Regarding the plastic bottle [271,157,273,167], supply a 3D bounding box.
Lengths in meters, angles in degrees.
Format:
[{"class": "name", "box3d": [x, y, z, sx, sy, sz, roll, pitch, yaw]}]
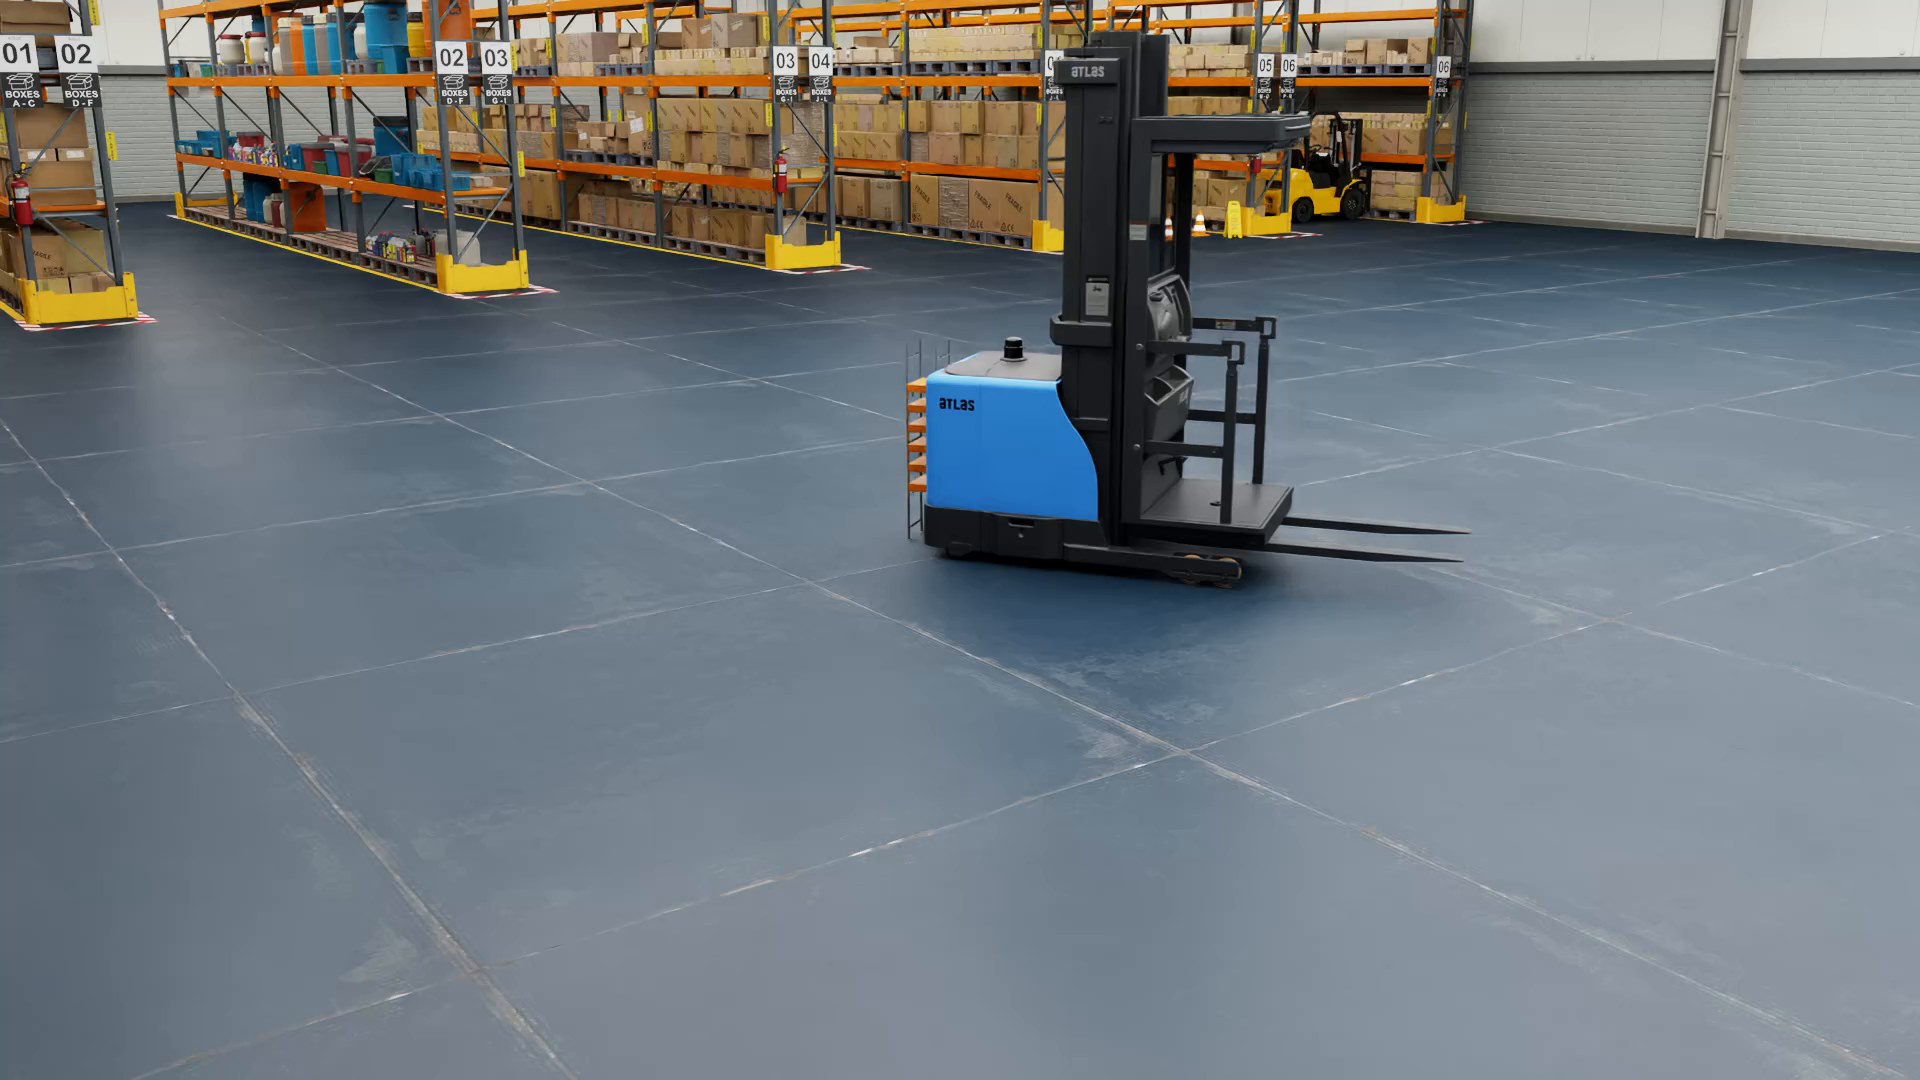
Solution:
[{"class": "plastic bottle", "box3d": [-11.815, -6.531, 28.634, 0.097, 0.201, 0.097, 0, 15, 0]}]

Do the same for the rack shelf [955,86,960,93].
[{"class": "rack shelf", "box3d": [1.464, -11.990, 43.881, 1.077, 0.370, 4.000, -11, 19, -35]}]

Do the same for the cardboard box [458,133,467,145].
[{"class": "cardboard box", "box3d": [-10.167, -8.388, 34.762, 0.500, 0.250, 0.500, -10, 18, -33]}]

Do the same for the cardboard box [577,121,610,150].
[{"class": "cardboard box", "box3d": [-6.687, -7.441, 30.595, 0.500, 0.500, 0.500, -14, 21, -41]}]

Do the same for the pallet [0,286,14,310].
[{"class": "pallet", "box3d": [-11.545, -3.126, 21.098, 1.003, 0.211, 1.213, -11, 19, -35]}]

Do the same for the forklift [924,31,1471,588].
[{"class": "forklift", "box3d": [1.364, -1.307, 9.298, 3.031, 2.935, 1.130, 5, 16, 19]}]

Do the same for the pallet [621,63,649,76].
[{"class": "pallet", "box3d": [-4.962, -7.950, 28.113, 1.213, 0.211, 1.003, -11, 19, -35]}]

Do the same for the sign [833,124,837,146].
[{"class": "sign", "box3d": [-1.895, -6.093, 25.015, 0.100, 0.325, 0.005, -11, 19, -35]}]

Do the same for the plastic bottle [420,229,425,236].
[{"class": "plastic bottle", "box3d": [-8.080, -4.518, 25.086, 0.144, 0.351, 0.185, -11, 19, -36]}]

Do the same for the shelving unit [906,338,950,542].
[{"class": "shelving unit", "box3d": [-0.187, -0.591, 9.962, 0.189, 1.200, 0.258, 5, 16, 19]}]

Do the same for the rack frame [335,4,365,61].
[{"class": "rack frame", "box3d": [-8.692, -8.570, 24.341, 1.000, 3.000, 0.127, -11, 19, -35]}]

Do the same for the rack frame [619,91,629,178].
[{"class": "rack frame", "box3d": [-7.670, -9.756, 40.038, 1.000, 3.000, 0.127, -11, 19, -35]}]

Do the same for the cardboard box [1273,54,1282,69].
[{"class": "cardboard box", "box3d": [5.602, -8.796, 30.569, 0.500, 0.250, 0.500, -11, 19, -36]}]

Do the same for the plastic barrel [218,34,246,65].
[{"class": "plastic barrel", "box3d": [-13.289, -8.948, 30.352, 0.433, 0.535, 0.433, 0, 15, 0]}]

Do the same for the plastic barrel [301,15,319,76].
[{"class": "plastic barrel", "box3d": [-9.935, -7.719, 25.965, 0.600, 0.901, 0.708, -11, 19, -35]}]

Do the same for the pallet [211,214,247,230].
[{"class": "pallet", "box3d": [-13.859, -6.191, 32.294, 1.003, 0.211, 1.213, -11, 19, -35]}]

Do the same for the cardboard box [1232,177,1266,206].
[{"class": "cardboard box", "box3d": [5.417, -6.587, 31.454, 0.500, 0.500, 0.500, -12, 19, -36]}]

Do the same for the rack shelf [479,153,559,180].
[{"class": "rack shelf", "box3d": [-8.213, -7.379, 32.718, 1.077, 0.370, 4.000, -11, 19, -35]}]

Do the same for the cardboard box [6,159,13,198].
[{"class": "cardboard box", "box3d": [-11.213, -4.422, 20.362, 0.700, 0.500, 0.500, -11, 19, -34]}]

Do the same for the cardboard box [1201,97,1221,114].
[{"class": "cardboard box", "box3d": [4.914, -7.987, 30.931, 0.700, 0.500, 0.500, -11, 19, -34]}]

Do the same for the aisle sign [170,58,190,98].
[{"class": "aisle sign", "box3d": [-16.030, -9.462, 34.040, 0.394, 0.787, 0.004, -11, 19, -35]}]

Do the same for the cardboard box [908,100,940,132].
[{"class": "cardboard box", "box3d": [-0.425, -7.702, 30.206, 0.875, 0.550, 0.550, -11, 19, -35]}]

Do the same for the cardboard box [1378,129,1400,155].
[{"class": "cardboard box", "box3d": [8.896, -8.125, 33.891, 0.500, 0.500, 0.500, -10, 18, -33]}]

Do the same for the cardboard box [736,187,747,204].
[{"class": "cardboard box", "box3d": [-4.466, -7.477, 35.652, 0.500, 0.500, 0.500, -10, 18, -34]}]

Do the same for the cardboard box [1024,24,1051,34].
[{"class": "cardboard box", "box3d": [1.265, -8.319, 27.089, 0.380, 0.149, 0.250, -11, 19, -34]}]

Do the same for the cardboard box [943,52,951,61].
[{"class": "cardboard box", "box3d": [-0.075, -8.422, 28.975, 0.380, 0.149, 0.250, -11, 19, -35]}]

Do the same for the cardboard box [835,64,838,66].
[{"class": "cardboard box", "box3d": [-2.885, -11.873, 41.275, 0.500, 0.311, 0.500, -10, 18, -34]}]

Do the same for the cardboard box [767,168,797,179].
[{"class": "cardboard box", "box3d": [-2.668, -5.499, 24.960, 0.380, 0.149, 0.250, -11, 19, -35]}]

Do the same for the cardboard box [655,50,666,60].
[{"class": "cardboard box", "box3d": [-4.744, -7.895, 27.085, 0.380, 0.149, 0.250, -12, 19, -36]}]

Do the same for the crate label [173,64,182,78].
[{"class": "crate label", "box3d": [-15.466, -9.367, 33.216, 0.408, 0.251, 0.502, -11, 19, -35]}]

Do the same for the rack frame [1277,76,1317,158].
[{"class": "rack frame", "box3d": [7.343, -8.754, 36.380, 1.000, 3.000, 0.127, -11, 19, -35]}]

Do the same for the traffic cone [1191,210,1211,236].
[{"class": "traffic cone", "box3d": [4.386, -5.797, 30.380, 0.336, 0.463, 0.334, -11, 19, -35]}]

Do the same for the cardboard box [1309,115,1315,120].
[{"class": "cardboard box", "box3d": [7.675, -9.050, 35.478, 0.380, 0.149, 0.250, -11, 19, -36]}]

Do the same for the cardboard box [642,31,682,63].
[{"class": "cardboard box", "box3d": [-4.882, -8.260, 27.900, 0.797, 0.503, 0.637, -12, 19, -37]}]

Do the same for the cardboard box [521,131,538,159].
[{"class": "cardboard box", "box3d": [-8.124, -7.632, 32.090, 0.500, 0.500, 0.500, -12, 19, -36]}]

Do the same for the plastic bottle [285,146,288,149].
[{"class": "plastic bottle", "box3d": [-12.312, -7.076, 30.483, 0.152, 0.276, 0.135, -11, 19, -35]}]

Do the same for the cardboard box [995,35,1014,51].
[{"class": "cardboard box", "box3d": [0.931, -8.276, 27.685, 0.500, 0.250, 0.500, -11, 19, -34]}]

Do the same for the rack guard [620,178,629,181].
[{"class": "rack guard", "box3d": [-7.625, -8.534, 40.309, 1.175, 0.500, 0.348, -11, 19, -35]}]

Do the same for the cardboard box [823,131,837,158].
[{"class": "cardboard box", "box3d": [-2.323, -7.742, 32.491, 0.500, 0.500, 0.500, -11, 19, -35]}]

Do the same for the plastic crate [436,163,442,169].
[{"class": "plastic crate", "box3d": [-7.821, -5.410, 24.443, 0.499, 0.251, 0.616, -11, 19, -35]}]

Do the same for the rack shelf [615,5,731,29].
[{"class": "rack shelf", "box3d": [-6.494, -11.874, 37.781, 1.077, 0.370, 4.000, -11, 19, -35]}]

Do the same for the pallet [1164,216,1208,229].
[{"class": "pallet", "box3d": [4.476, -6.240, 32.474, 1.003, 0.211, 1.213, -11, 19, -35]}]

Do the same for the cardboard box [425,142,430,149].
[{"class": "cardboard box", "box3d": [-11.496, -8.650, 36.474, 0.380, 0.149, 0.250, -11, 19, -36]}]

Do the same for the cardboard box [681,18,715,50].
[{"class": "cardboard box", "box3d": [-4.215, -8.268, 27.221, 0.500, 0.500, 0.500, -12, 19, -36]}]

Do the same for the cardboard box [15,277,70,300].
[{"class": "cardboard box", "box3d": [-10.903, -2.999, 19.764, 0.500, 0.250, 0.500, -11, 19, -35]}]

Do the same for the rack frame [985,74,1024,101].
[{"class": "rack frame", "box3d": [0.979, -8.837, 36.683, 1.000, 3.000, 0.127, -11, 19, -35]}]

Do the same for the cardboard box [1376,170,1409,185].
[{"class": "cardboard box", "box3d": [8.867, -7.417, 34.012, 0.500, 0.250, 0.500, -10, 18, -34]}]

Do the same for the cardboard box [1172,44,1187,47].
[{"class": "cardboard box", "box3d": [5.220, -11.162, 38.319, 0.500, 0.500, 0.500, -11, 19, -34]}]

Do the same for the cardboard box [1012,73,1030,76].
[{"class": "cardboard box", "box3d": [1.528, -10.128, 35.528, 0.700, 0.500, 0.500, -11, 19, -35]}]

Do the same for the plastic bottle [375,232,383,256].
[{"class": "plastic bottle", "box3d": [-8.553, -4.374, 24.559, 0.144, 0.351, 0.185, -10, 18, -33]}]

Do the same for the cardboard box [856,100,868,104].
[{"class": "cardboard box", "box3d": [-2.166, -10.389, 40.270, 0.500, 0.500, 0.500, -11, 19, -35]}]

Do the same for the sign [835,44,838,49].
[{"class": "sign", "box3d": [-2.512, -9.866, 33.630, 0.100, 0.325, 0.005, -11, 19, -35]}]
